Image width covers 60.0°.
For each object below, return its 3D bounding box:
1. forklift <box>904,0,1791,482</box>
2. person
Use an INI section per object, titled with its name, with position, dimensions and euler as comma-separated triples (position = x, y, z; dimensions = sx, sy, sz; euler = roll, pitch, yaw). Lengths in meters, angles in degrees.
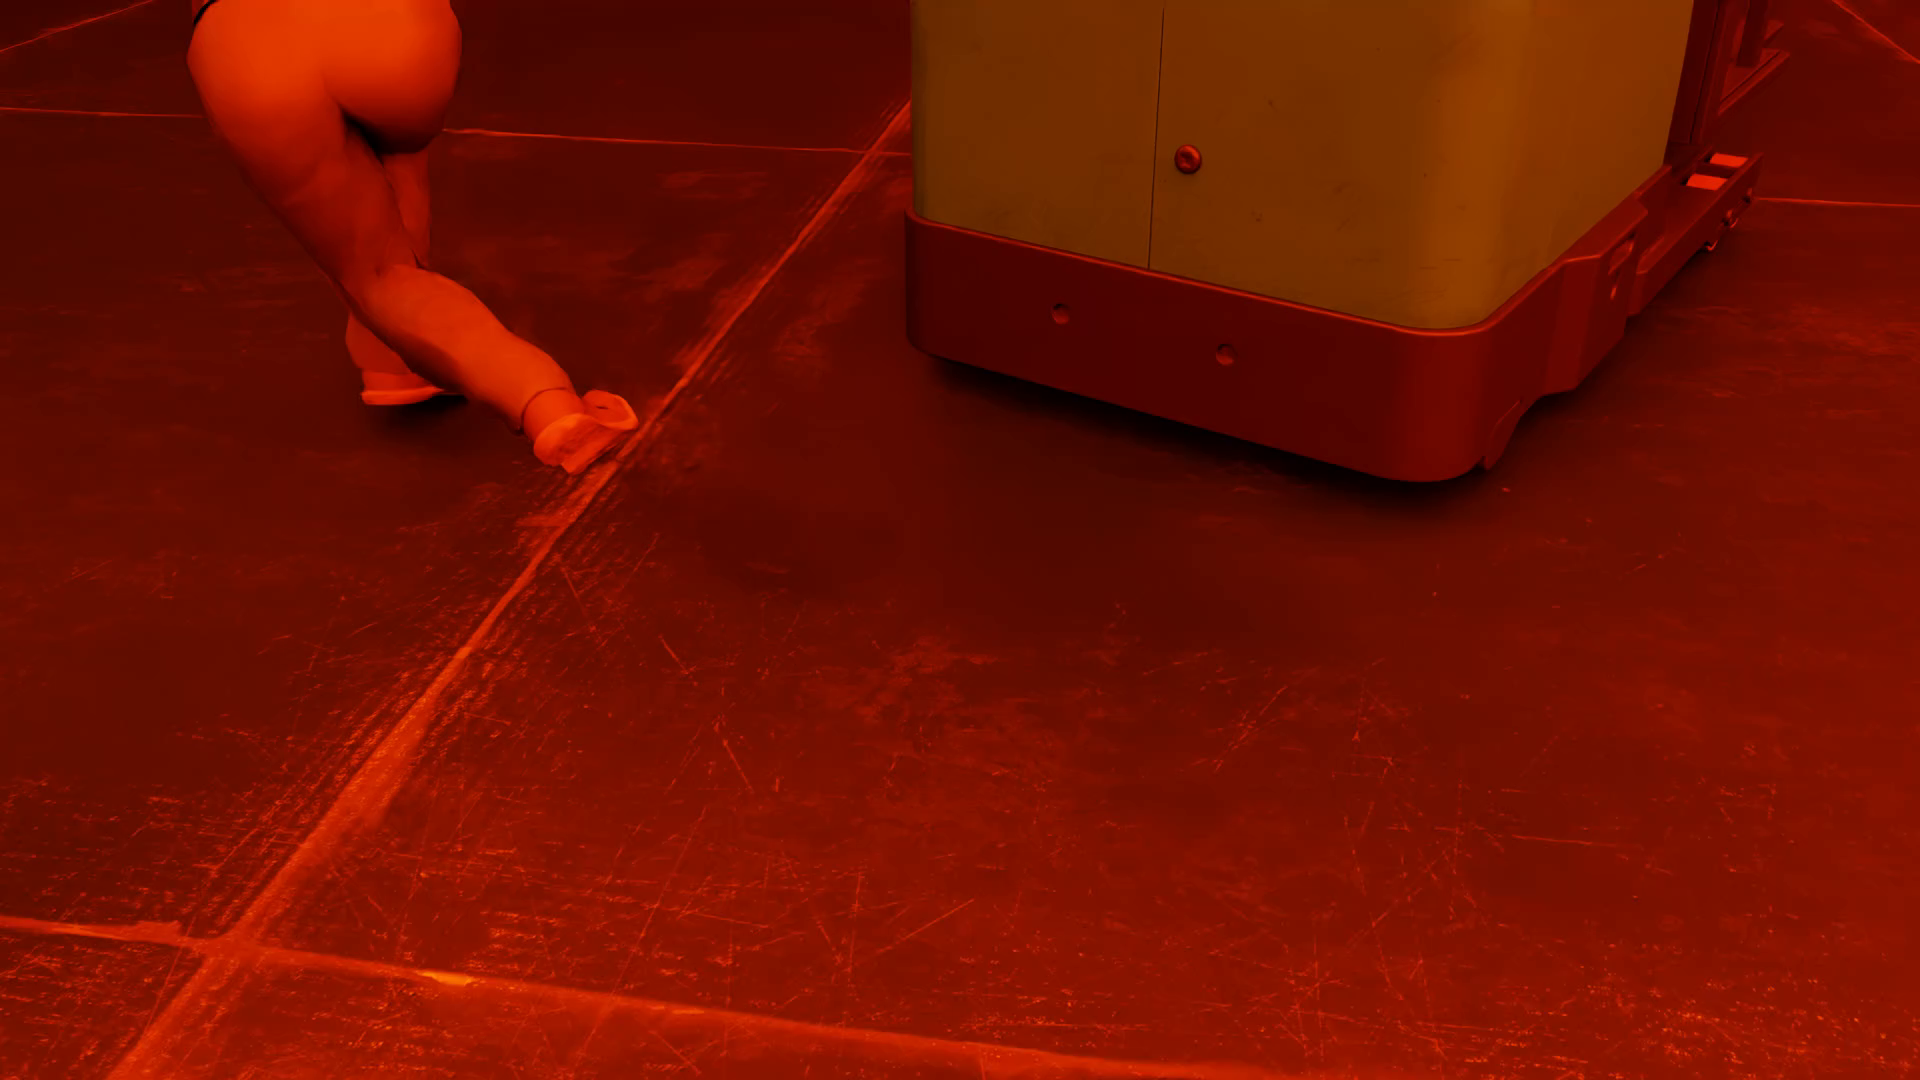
[forklift]
position = 1.159, -2.032, 3.143
dimensions = 1.130, 2.935, 3.031
euler = 19, 34, 30
[person]
position = -0.763, -0.825, 2.539
dimensions = 0.795, 1.426, 1.088
euler = -6, 30, -10
